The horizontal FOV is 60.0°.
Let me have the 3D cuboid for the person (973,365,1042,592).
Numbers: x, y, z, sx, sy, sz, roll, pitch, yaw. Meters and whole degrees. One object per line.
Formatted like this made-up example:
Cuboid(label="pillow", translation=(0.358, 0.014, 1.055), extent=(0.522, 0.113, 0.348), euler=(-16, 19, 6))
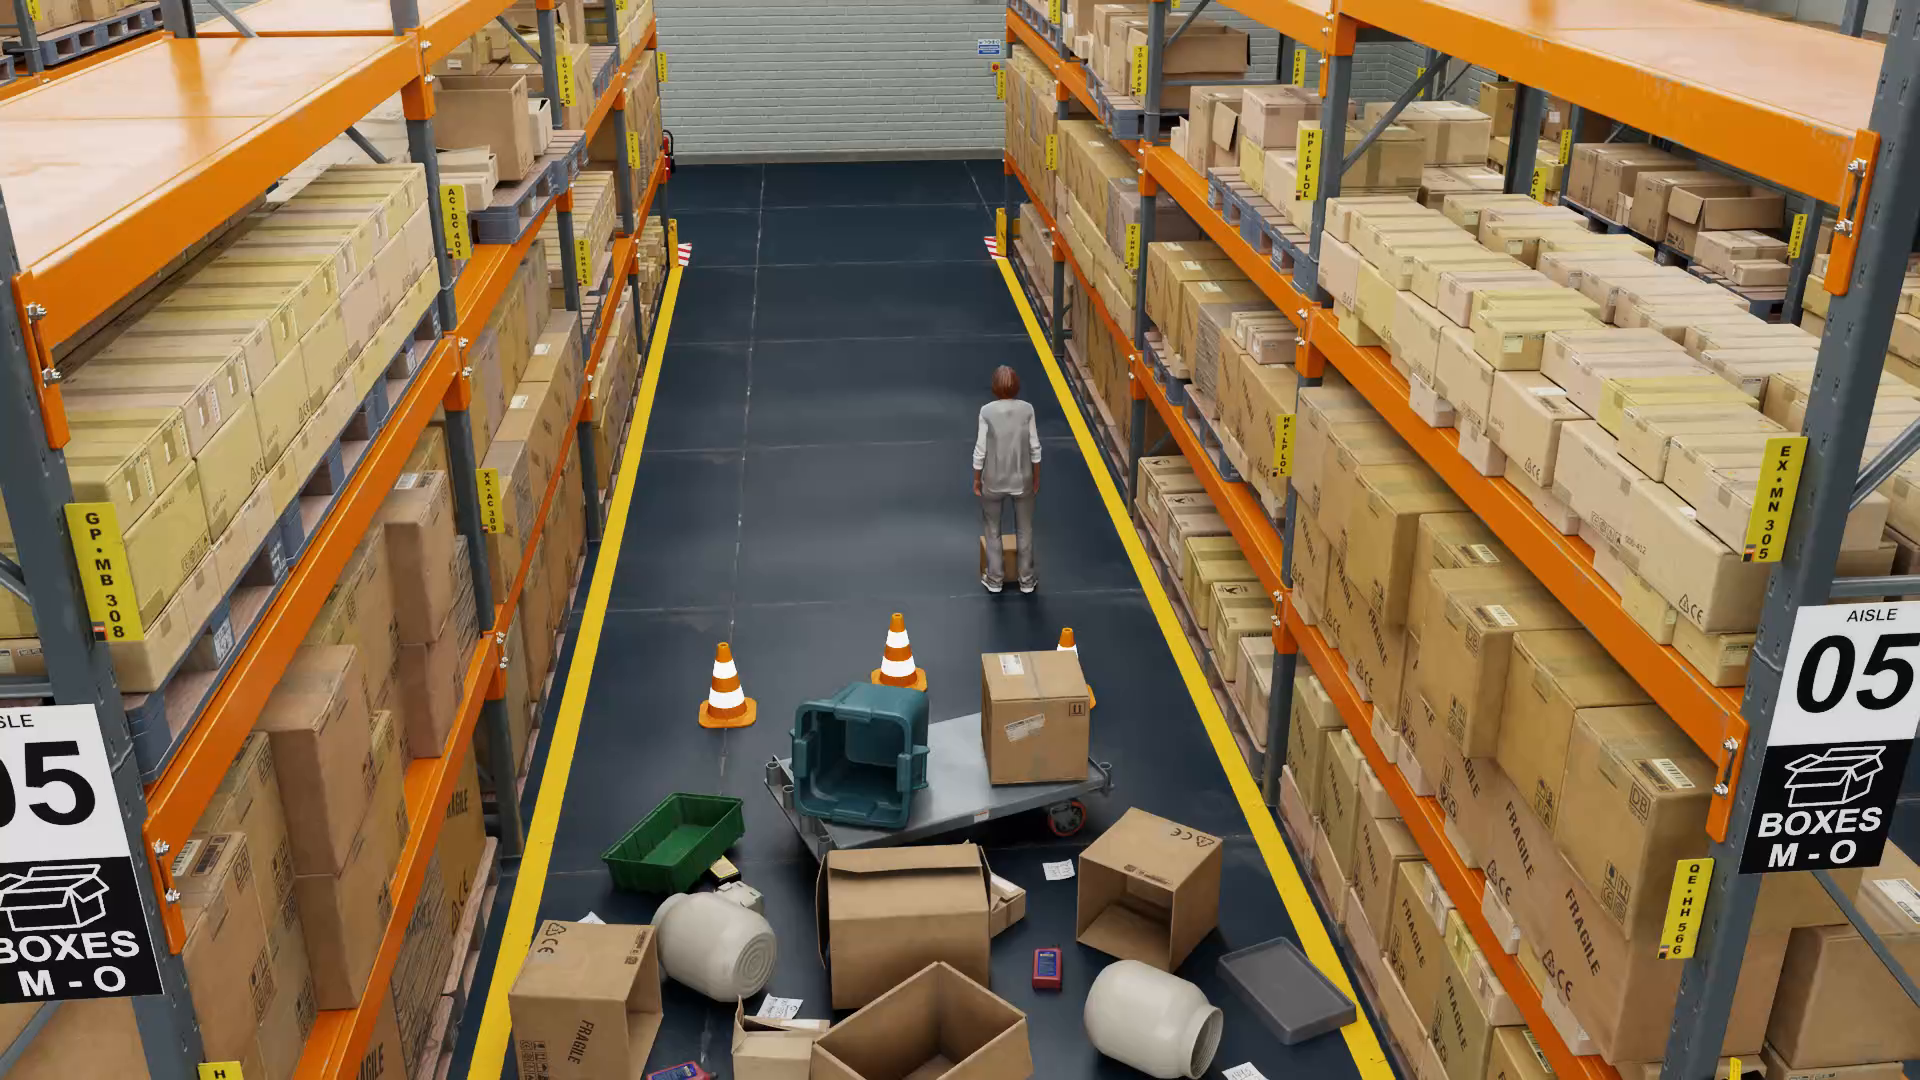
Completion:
Cuboid(label="person", translation=(0.314, -0.391, 11.180), extent=(0.461, 1.593, 0.365), euler=(-2, 24, -5))
